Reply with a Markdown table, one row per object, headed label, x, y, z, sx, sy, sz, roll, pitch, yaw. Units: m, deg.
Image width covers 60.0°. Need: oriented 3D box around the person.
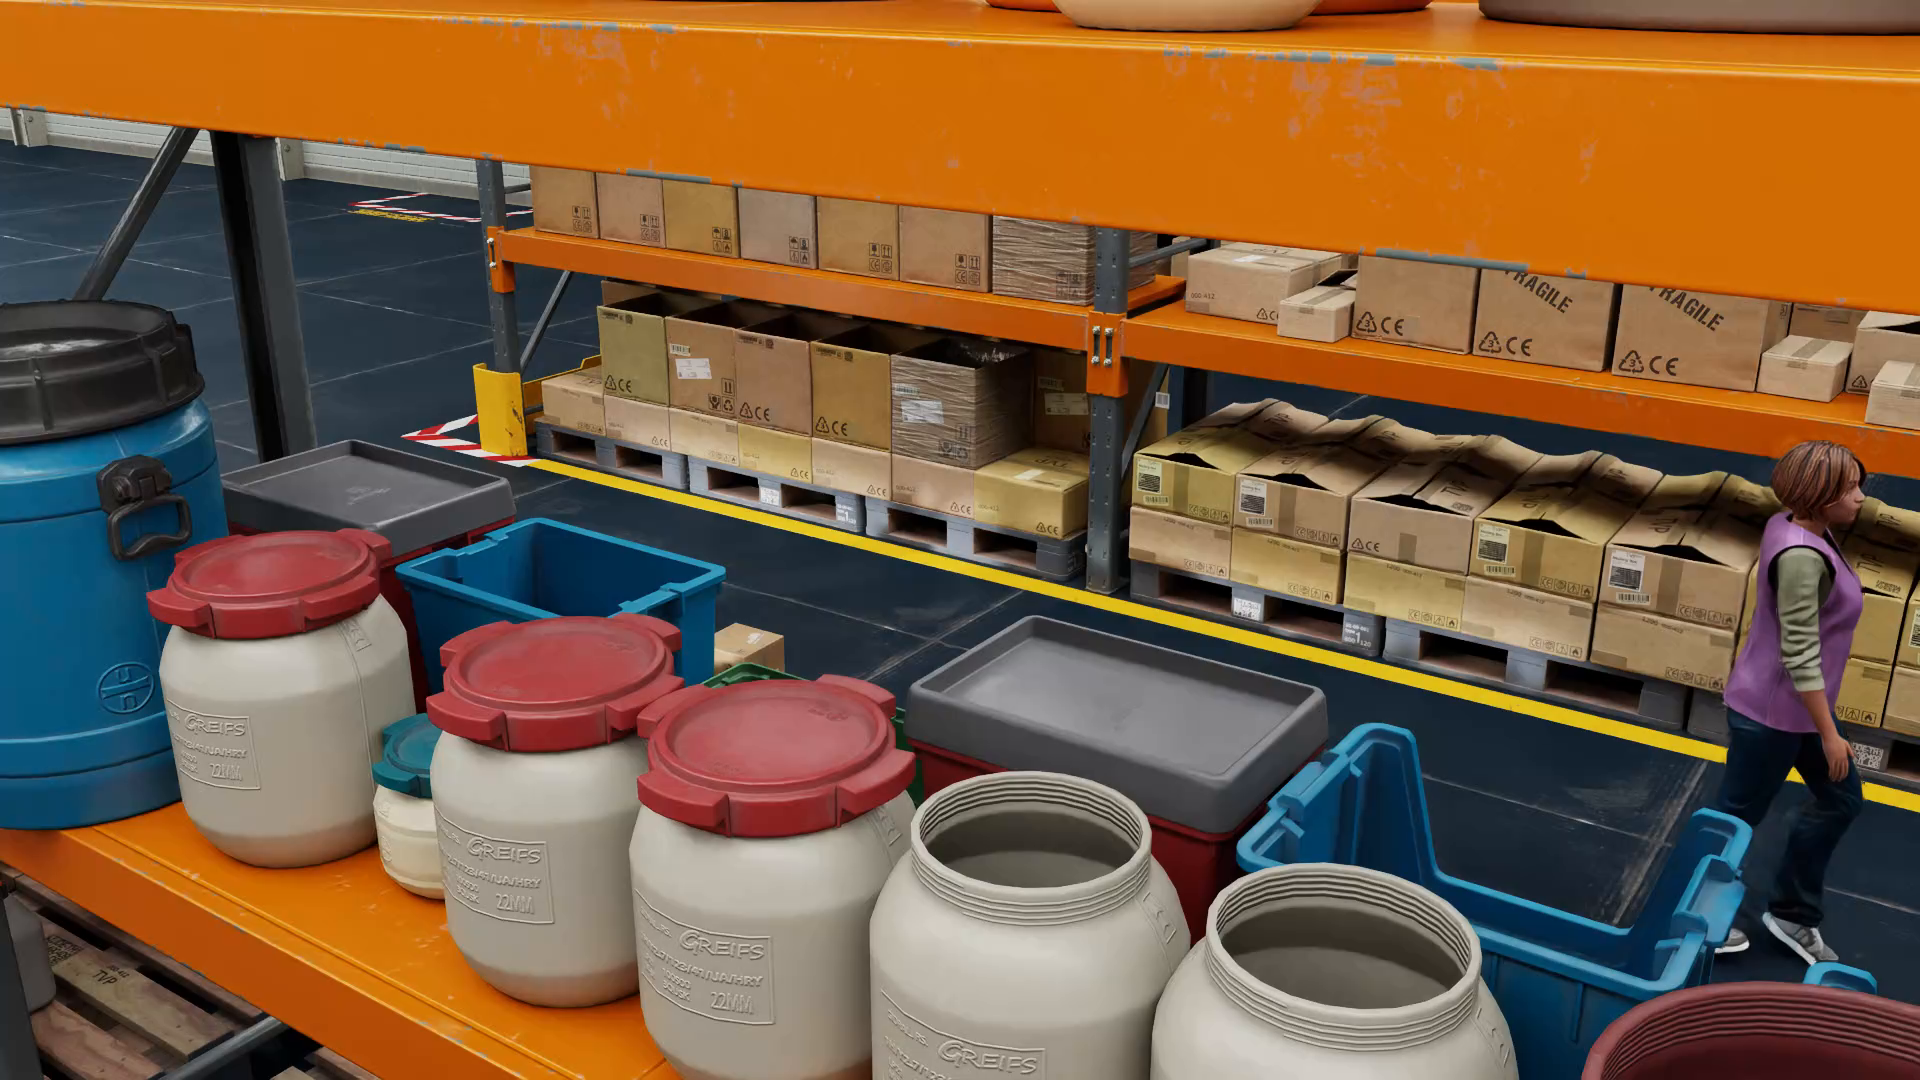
| label | x | y | z | sx | sy | sz | roll | pitch | yaw |
| --- | --- | --- | --- | --- | --- | --- | --- | --- | --- |
| person | 2.333 | 0.506 | 4.719 | 0.531 | 1.644 | 0.462 | 11 | 23 | 28 |
